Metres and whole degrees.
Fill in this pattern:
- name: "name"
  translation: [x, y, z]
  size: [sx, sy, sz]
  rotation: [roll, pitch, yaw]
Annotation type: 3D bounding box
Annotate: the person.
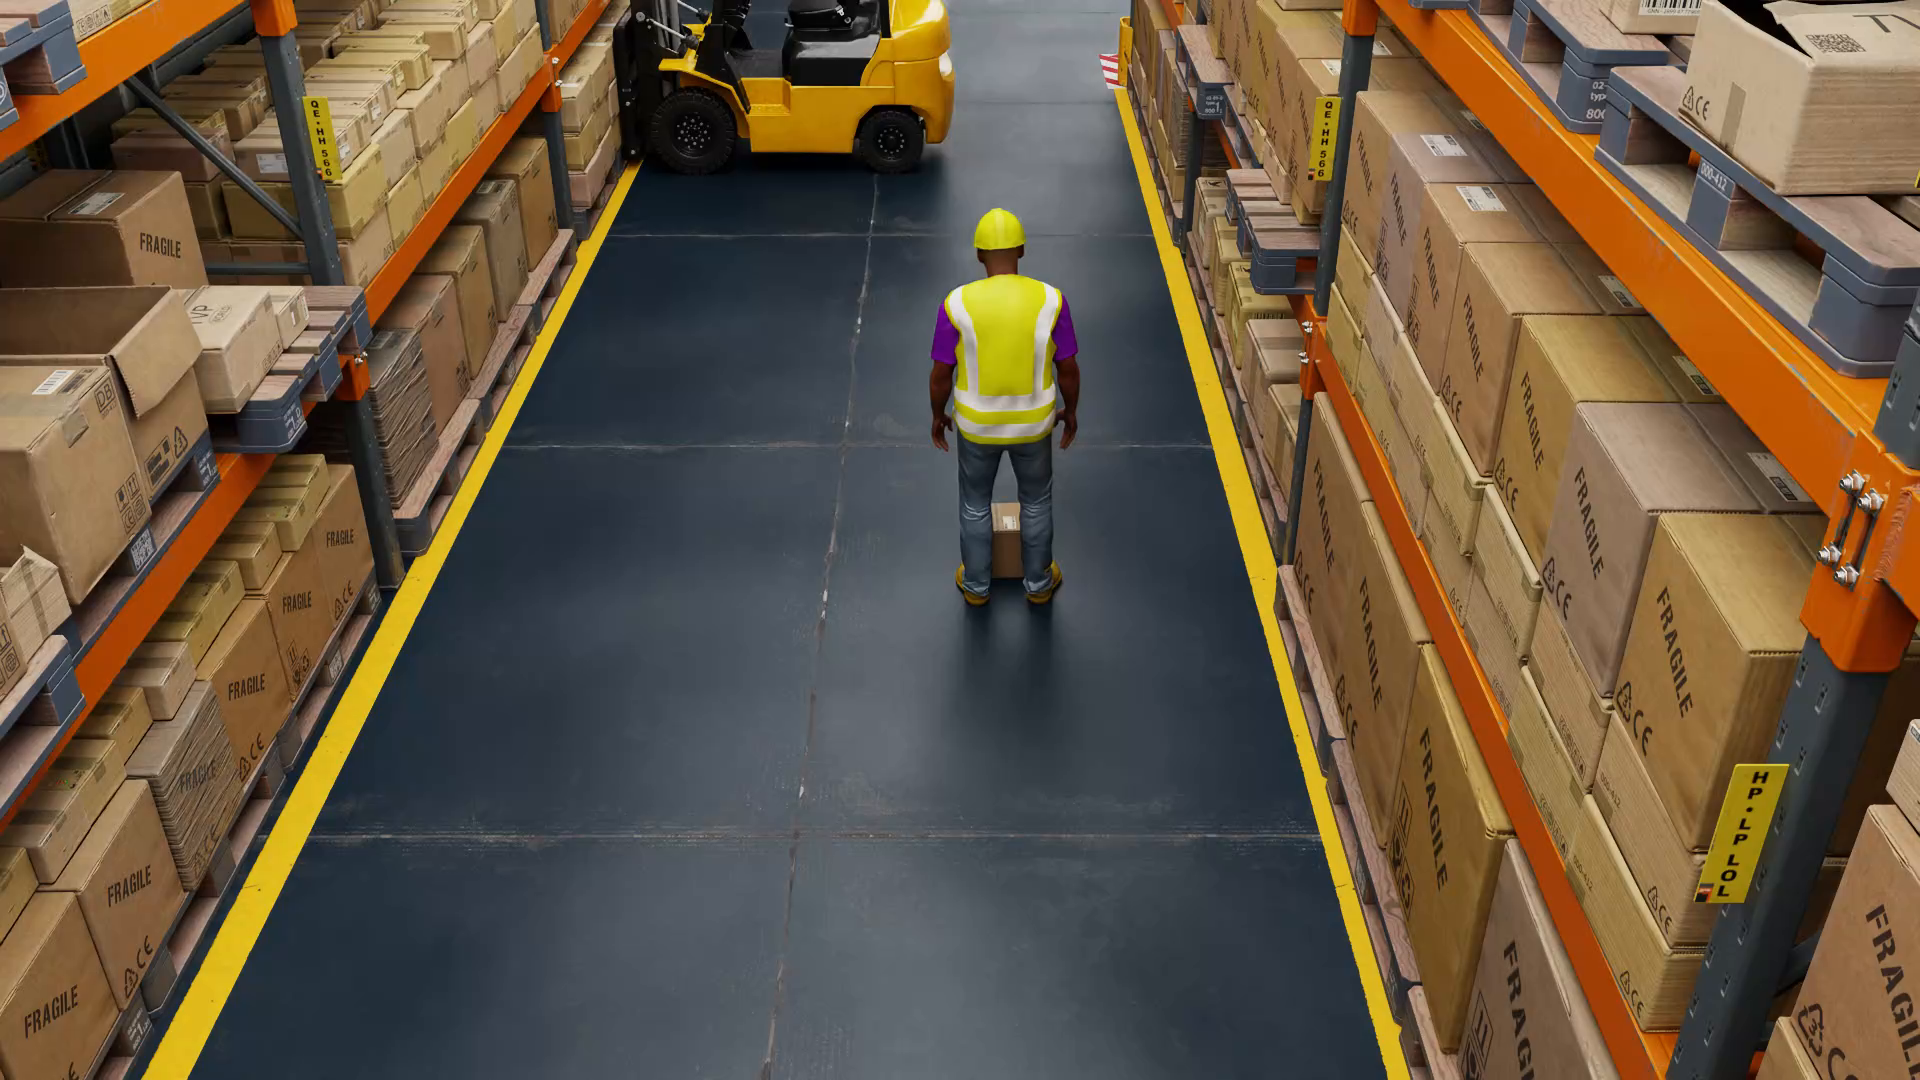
- name: "person"
  translation: [0.185, -0.522, 6.973]
  size: [0.627, 1.761, 0.458]
  rotation: [-1, 31, -2]
